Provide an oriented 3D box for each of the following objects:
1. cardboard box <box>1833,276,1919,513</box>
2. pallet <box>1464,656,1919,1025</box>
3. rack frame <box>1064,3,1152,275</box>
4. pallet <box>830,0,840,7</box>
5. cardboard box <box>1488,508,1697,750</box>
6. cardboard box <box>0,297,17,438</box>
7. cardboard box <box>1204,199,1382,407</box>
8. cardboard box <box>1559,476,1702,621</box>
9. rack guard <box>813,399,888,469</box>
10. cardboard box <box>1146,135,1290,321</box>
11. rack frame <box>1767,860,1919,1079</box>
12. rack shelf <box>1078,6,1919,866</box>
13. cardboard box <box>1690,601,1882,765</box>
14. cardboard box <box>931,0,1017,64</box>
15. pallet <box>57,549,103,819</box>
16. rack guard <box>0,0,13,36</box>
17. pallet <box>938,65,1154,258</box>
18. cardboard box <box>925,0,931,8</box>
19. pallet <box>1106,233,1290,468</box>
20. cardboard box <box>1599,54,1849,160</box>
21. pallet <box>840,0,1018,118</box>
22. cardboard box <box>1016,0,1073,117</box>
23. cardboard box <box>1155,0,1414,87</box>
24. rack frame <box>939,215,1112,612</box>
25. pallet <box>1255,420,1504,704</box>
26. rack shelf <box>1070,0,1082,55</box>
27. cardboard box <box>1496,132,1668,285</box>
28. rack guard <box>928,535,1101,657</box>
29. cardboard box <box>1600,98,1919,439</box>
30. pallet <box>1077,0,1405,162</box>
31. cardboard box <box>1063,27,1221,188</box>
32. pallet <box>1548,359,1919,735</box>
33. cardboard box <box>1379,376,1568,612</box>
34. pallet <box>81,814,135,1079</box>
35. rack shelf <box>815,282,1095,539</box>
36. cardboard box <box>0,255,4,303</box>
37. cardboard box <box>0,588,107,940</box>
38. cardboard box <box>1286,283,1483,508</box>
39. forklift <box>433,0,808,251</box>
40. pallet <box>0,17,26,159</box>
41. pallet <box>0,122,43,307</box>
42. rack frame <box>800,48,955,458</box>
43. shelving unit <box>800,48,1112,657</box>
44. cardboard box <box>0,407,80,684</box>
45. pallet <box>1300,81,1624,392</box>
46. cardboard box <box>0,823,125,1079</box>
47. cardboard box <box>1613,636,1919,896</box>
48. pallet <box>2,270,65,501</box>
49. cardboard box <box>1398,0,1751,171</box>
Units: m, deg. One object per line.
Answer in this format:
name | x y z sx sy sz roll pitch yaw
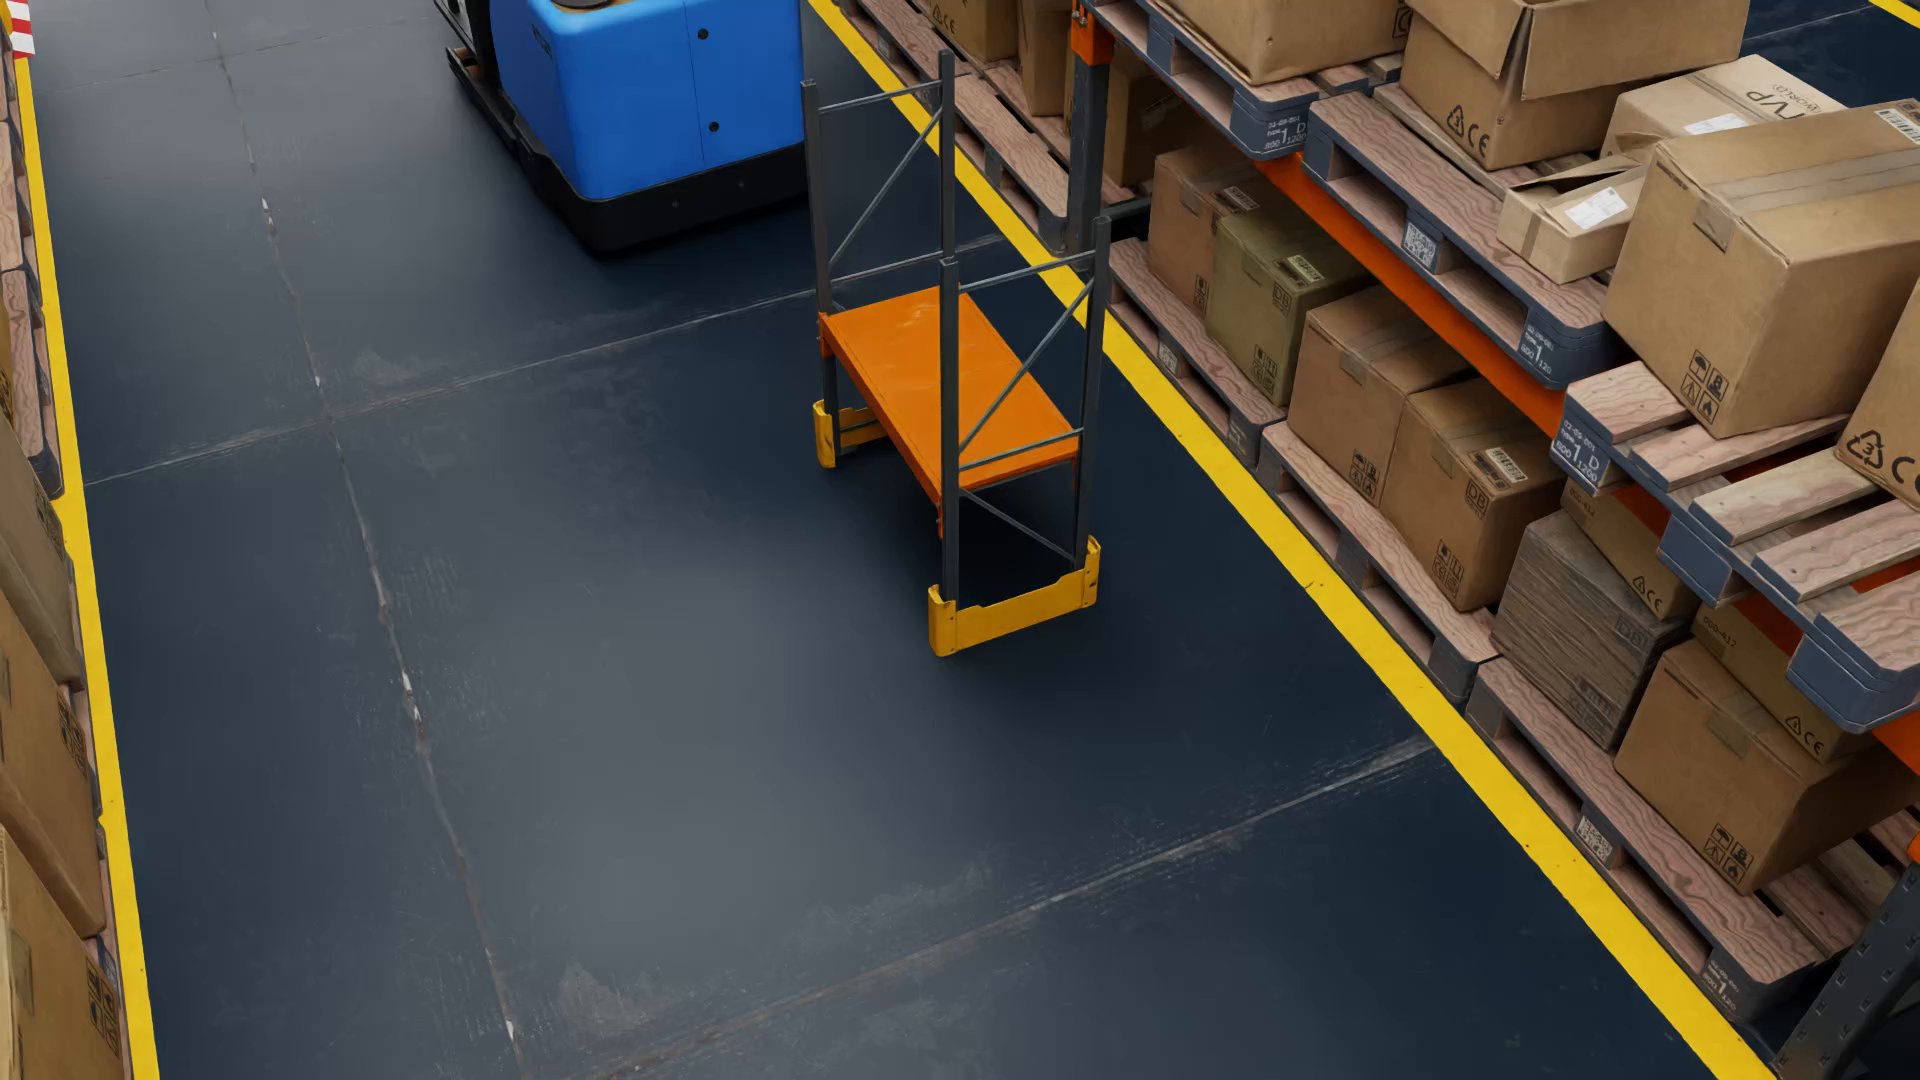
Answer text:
cardboard box | 2.330 -0.316 3.565 0.500 0.500 0.500 -24 49 -22
pallet | 2.267 0.695 4.895 1.003 0.211 1.213 -18 47 -17
rack frame | 0.912 -2.348 5.994 1.000 3.000 0.127 -18 47 -17
pallet | -0.428 -3.328 8.972 1.003 0.211 1.213 -18 47 -17
cardboard box | 2.049 0.164 4.915 0.700 0.500 0.500 -22 49 -21
cardboard box | -3.832 -0.762 5.600 0.875 0.875 0.875 -17 47 -17
cardboard box | 1.334 -0.907 6.001 0.700 0.500 0.500 -18 47 -18
cardboard box | 2.053 -0.086 4.634 0.500 0.250 0.500 -13 46 -13
rack guard | -0.241 -0.455 6.033 0.587 0.250 0.087 -18 47 -17
cardboard box | 1.151 -1.217 6.314 0.700 0.500 0.500 -22 49 -20
rack frame | 2.594 0.201 3.410 1.000 3.000 0.127 -18 47 -17
rack shelf | 1.753 -0.817 4.955 1.077 0.370 4.000 -18 47 -17
cardboard box | 2.285 0.249 4.294 0.500 0.250 0.500 -16 47 -16
cardboard box | 0.200 -2.609 7.740 0.500 0.500 0.500 -22 49 -21
pallet | -3.238 0.515 5.078 1.003 0.211 1.213 -18 47 -17
rack guard | -5.323 -2.622 8.051 1.175 0.500 0.348 -18 47 -17
pallet | 0.597 -1.773 7.396 1.003 0.211 1.213 -18 47 -17
cardboard box | 0.006 -2.978 8.113 0.500 0.500 0.500 -14 46 -14
pallet | 1.241 -0.859 6.471 1.003 0.211 1.213 -18 47 -17
cardboard box | 2.098 -1.031 4.467 0.500 0.250 0.500 -19 48 -19
pallet | 0.081 -2.551 8.185 1.003 0.211 1.213 -18 47 -17
cardboard box | 0.532 -2.237 7.362 0.500 0.500 0.500 -5 45 -5
cardboard box | 1.119 -2.163 5.081 1.000 1.000 1.000 -18 47 -17
rack frame | 0.178 -0.264 4.950 0.500 1.500 0.032 -18 47 -17
pallet | 1.758 -0.081 5.682 1.003 0.211 1.213 -18 47 -17
rack shelf | 0.071 -3.366 7.538 1.077 0.370 4.000 -18 47 -17
cardboard box | 1.648 -0.883 4.306 0.396 0.266 0.258 -19 48 -19
rack guard | 0.177 0.180 5.390 0.587 0.250 0.087 -18 47 -17
cardboard box | 2.005 -0.642 3.895 0.700 0.500 0.500 -12 46 -12
pallet | 1.101 -1.750 5.524 1.003 0.211 1.213 -18 47 -17
cardboard box | 0.780 -1.874 6.995 0.500 0.500 0.500 -19 48 -19
pallet | 2.198 -0.153 3.906 1.213 0.211 1.003 -18 47 -17
cardboard box | 1.804 -0.196 5.279 0.700 0.500 0.500 -14 46 -14
pallet | -2.721 1.293 4.289 1.003 0.211 1.213 -18 47 -17
rack shelf | -0.036 -0.460 5.405 0.538 0.185 1.000 -18 47 -17
cardboard box | -4.214 -1.335 6.181 0.875 0.875 0.875 -18 47 -17
cardboard box | -2.886 0.689 4.219 1.050 0.750 0.750 -18 47 -17
cardboard box | 1.570 -0.551 5.639 0.700 0.500 0.500 -22 49 -21
forklift | -1.790 -3.262 6.969 1.130 2.935 3.031 -22 49 -21
pallet | -4.905 -2.017 7.644 1.003 0.211 1.213 -18 47 -17
pallet | -4.396 -1.241 6.858 1.003 0.211 1.213 -18 47 -17
rack frame | -0.250 -0.912 5.607 0.500 1.500 0.032 -18 47 -17
shelving unit | -0.032 -0.582 5.272 0.587 1.500 1.083 -18 47 -17
cardboard box | -3.288 0.073 4.843 1.050 0.750 0.750 -18 47 -18
pallet | 1.724 -0.980 4.744 1.003 0.211 1.213 -18 47 -17
cardboard box | -2.494 1.282 3.618 1.050 0.750 0.750 -17 47 -17
cardboard box | 2.294 0.513 4.561 0.700 0.500 0.500 -20 48 -19
pallet | -3.880 -0.462 6.068 1.003 0.211 1.213 -18 47 -17
cardboard box | 1.725 -1.457 4.718 0.797 0.503 0.637 -14 46 -13
